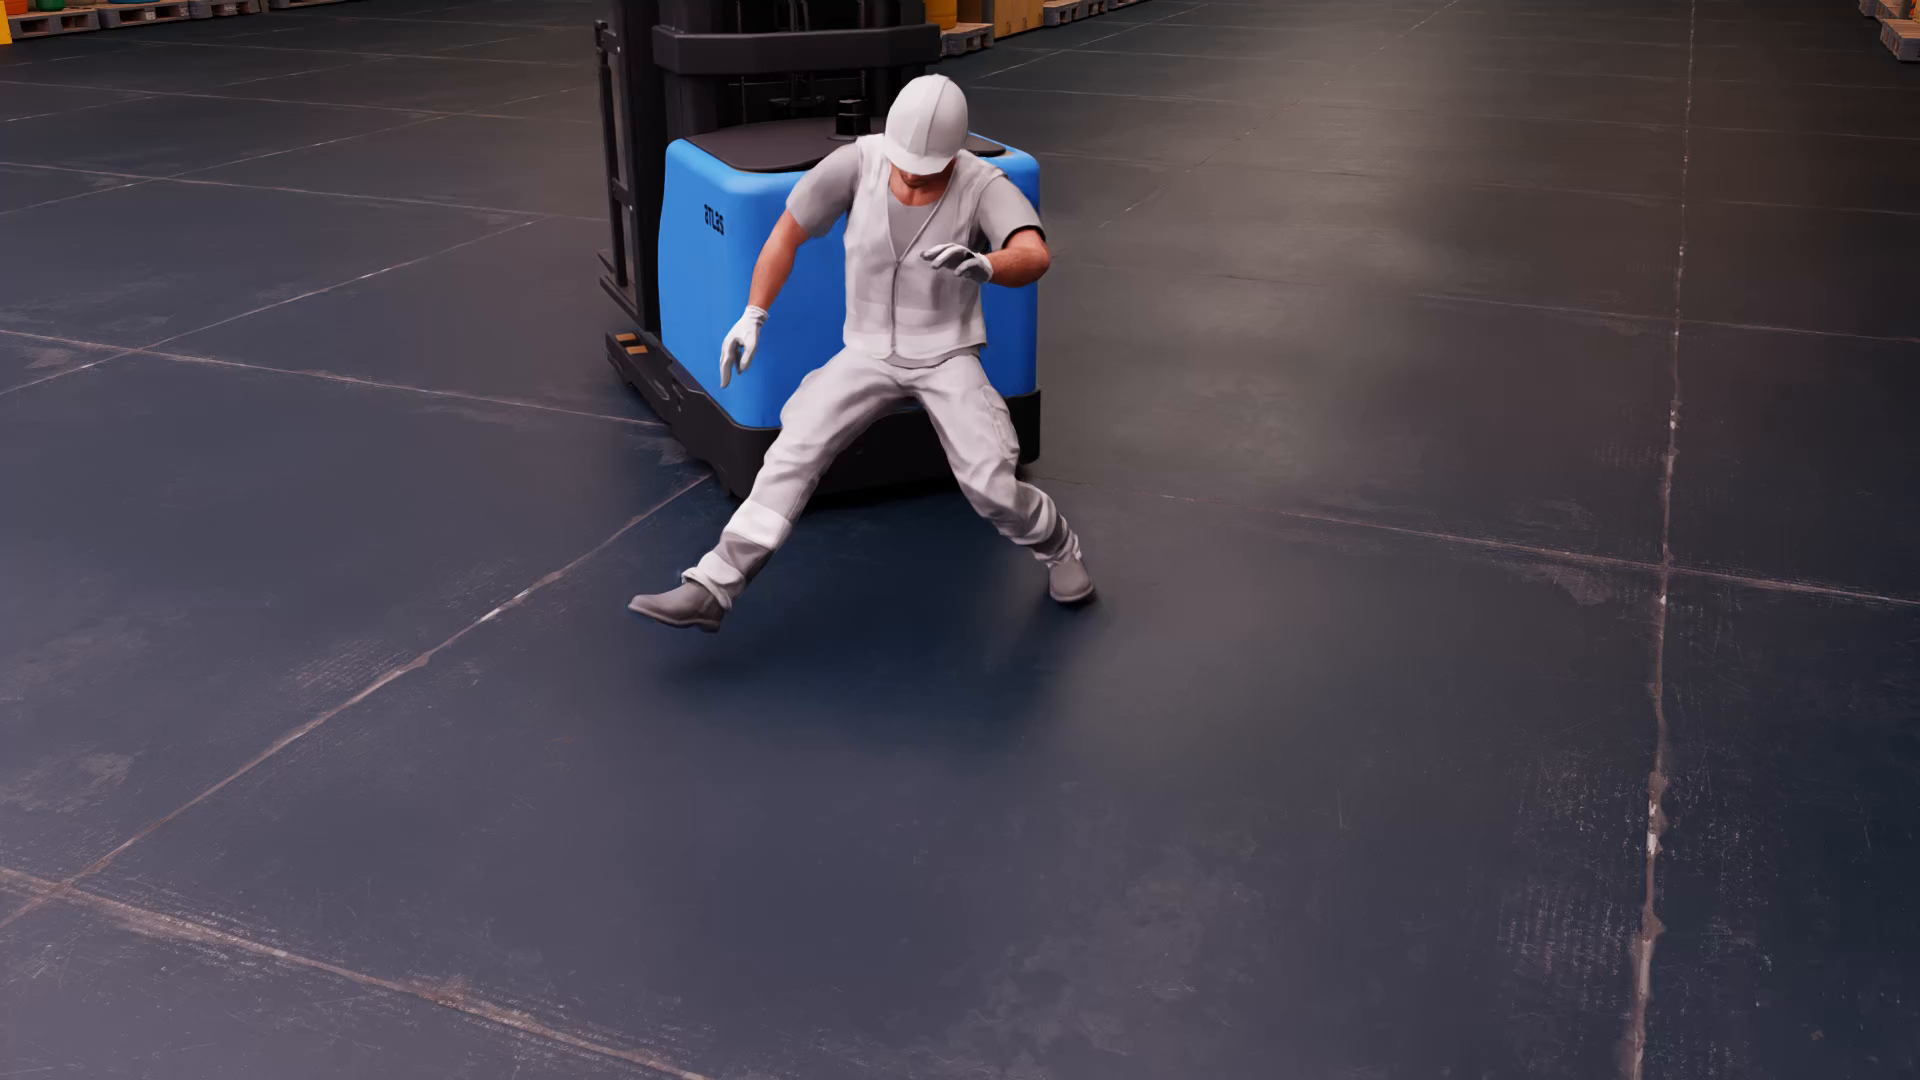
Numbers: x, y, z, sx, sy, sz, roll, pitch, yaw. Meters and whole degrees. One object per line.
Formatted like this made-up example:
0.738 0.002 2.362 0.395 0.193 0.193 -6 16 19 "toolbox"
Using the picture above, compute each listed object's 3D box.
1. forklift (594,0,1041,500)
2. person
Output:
-0.776 -2.006 6.092 1.130 2.935 3.031 -9 24 -21 "forklift"
-0.202 -0.423 4.232 0.981 1.452 1.111 7 24 17 "person"
